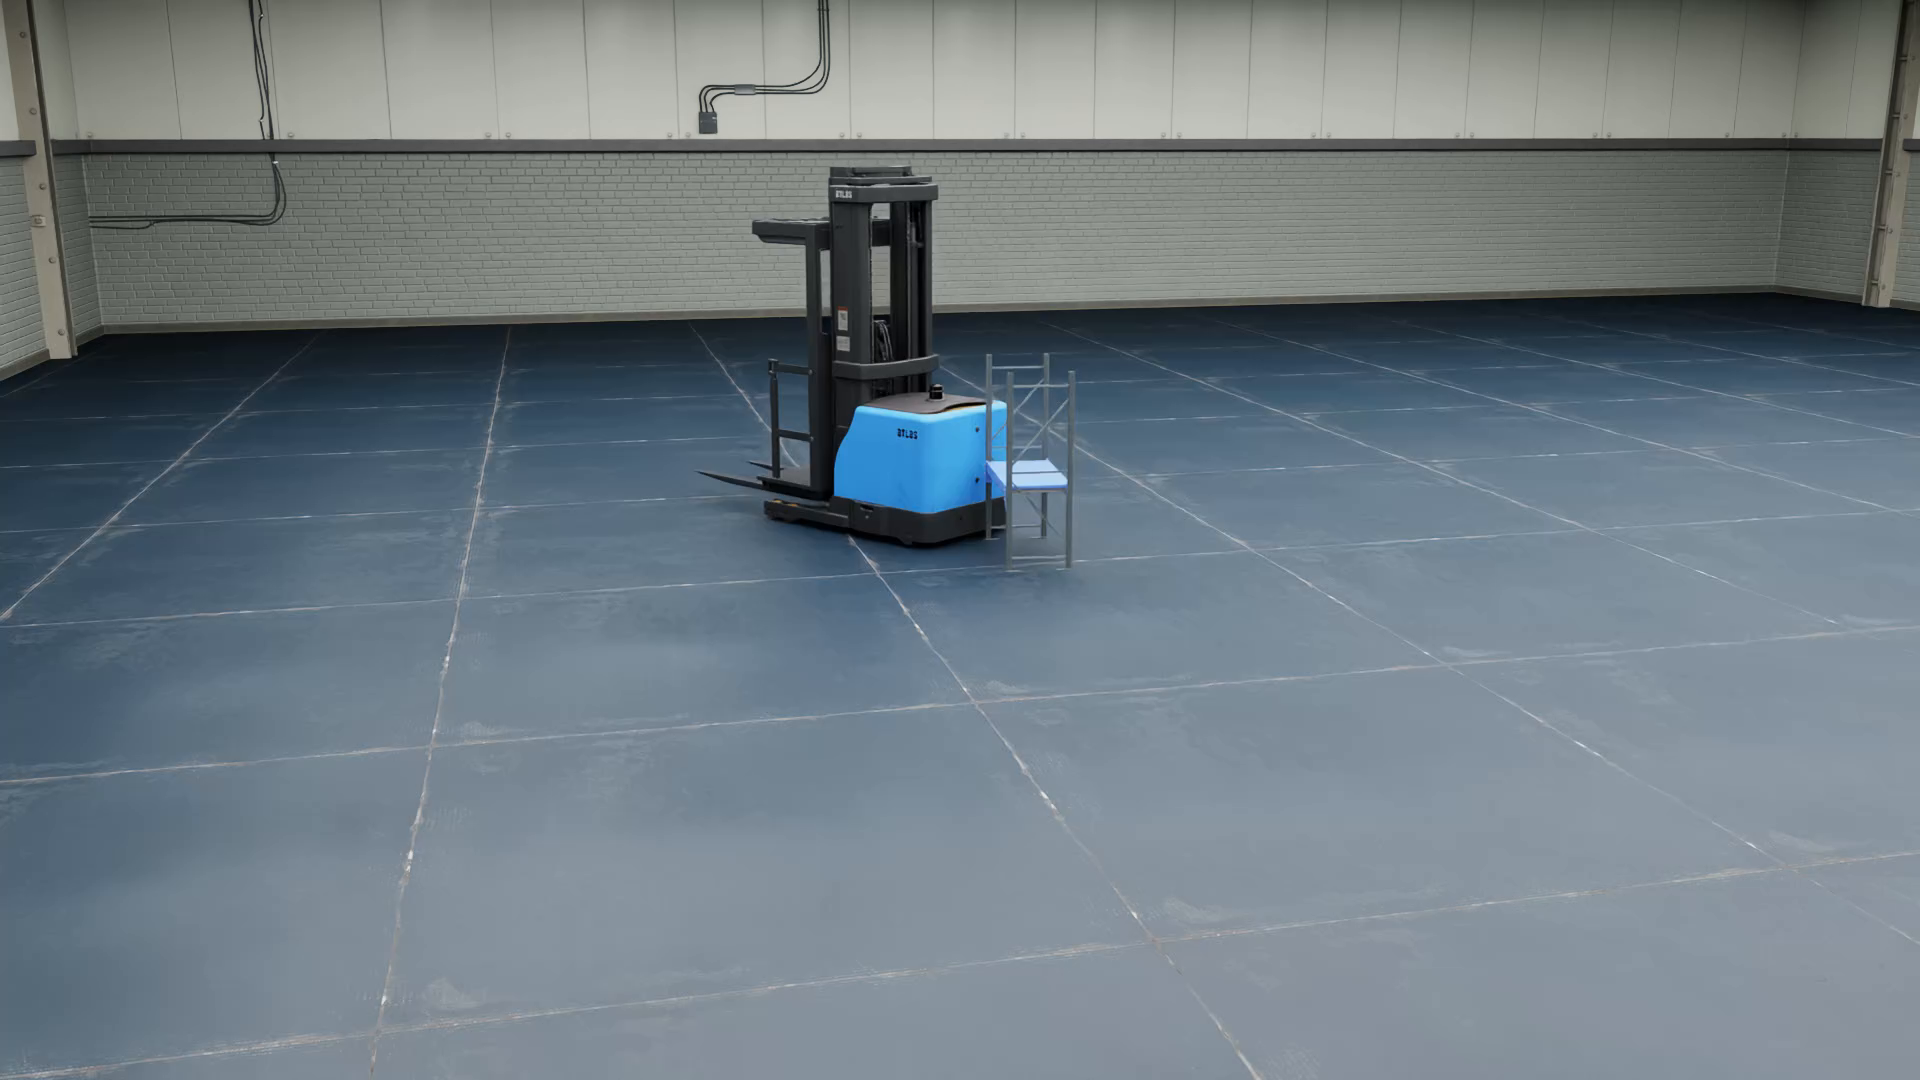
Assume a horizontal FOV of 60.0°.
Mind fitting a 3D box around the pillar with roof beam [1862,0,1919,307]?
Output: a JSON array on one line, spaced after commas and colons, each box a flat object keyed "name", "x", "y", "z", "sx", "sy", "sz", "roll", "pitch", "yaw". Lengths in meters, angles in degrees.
[{"name": "pillar with roof beam", "x": 13.241, "y": -8.580, "z": 29.587, "sx": 9.100, "sy": 9.000, "sz": 0.400, "roll": -3, "pitch": 14, "yaw": -13}]

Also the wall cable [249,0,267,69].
[{"name": "wall cable", "x": -9.970, "y": -8.914, "z": 26.852, "sx": 3.097, "sy": 2.526, "sz": 0.112, "roll": -3, "pitch": 14, "yaw": -13}]

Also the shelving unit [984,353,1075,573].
[{"name": "shelving unit", "x": 0.522, "y": -0.615, "z": 12.782, "sx": 0.538, "sy": 1.500, "sz": 1.048, "roll": -2, "pitch": 14, "yaw": -8}]

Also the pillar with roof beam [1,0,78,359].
[{"name": "pillar with roof beam", "x": -9.009, "y": -7.304, "z": 24.364, "sx": 9.100, "sy": 9.000, "sz": 0.400, "roll": -3, "pitch": 14, "yaw": -13}]

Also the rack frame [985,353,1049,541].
[{"name": "rack frame", "x": 0.454, "y": -0.734, "z": 13.272, "sx": 0.500, "sy": 1.500, "sz": 0.032, "roll": -2, "pitch": 14, "yaw": -8}]

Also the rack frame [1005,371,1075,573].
[{"name": "rack frame", "x": 0.591, "y": -0.495, "z": 12.293, "sx": 0.500, "sy": 1.500, "sz": 0.032, "roll": -2, "pitch": 14, "yaw": -8}]

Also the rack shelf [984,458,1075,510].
[{"name": "rack shelf", "x": 0.522, "y": -0.440, "z": 12.825, "sx": 0.538, "sy": 0.185, "sz": 1.000, "roll": -2, "pitch": 14, "yaw": -8}]

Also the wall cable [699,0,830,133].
[{"name": "wall cable", "x": -3.368, "y": -9.995, "z": 28.213, "sx": 2.305, "sy": 6.003, "sz": 0.169, "roll": -3, "pitch": 14, "yaw": -13}]

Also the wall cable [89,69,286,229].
[{"name": "wall cable", "x": -12.600, "y": -6.309, "z": 26.834, "sx": 3.097, "sy": 2.526, "sz": 0.112, "roll": -3, "pitch": 14, "yaw": -13}]

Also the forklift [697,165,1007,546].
[{"name": "forklift", "x": -1.027, "y": -1.649, "z": 13.999, "sx": 3.031, "sy": 2.935, "sz": 1.130, "roll": 12, "pitch": 18, "yaw": 40}]
